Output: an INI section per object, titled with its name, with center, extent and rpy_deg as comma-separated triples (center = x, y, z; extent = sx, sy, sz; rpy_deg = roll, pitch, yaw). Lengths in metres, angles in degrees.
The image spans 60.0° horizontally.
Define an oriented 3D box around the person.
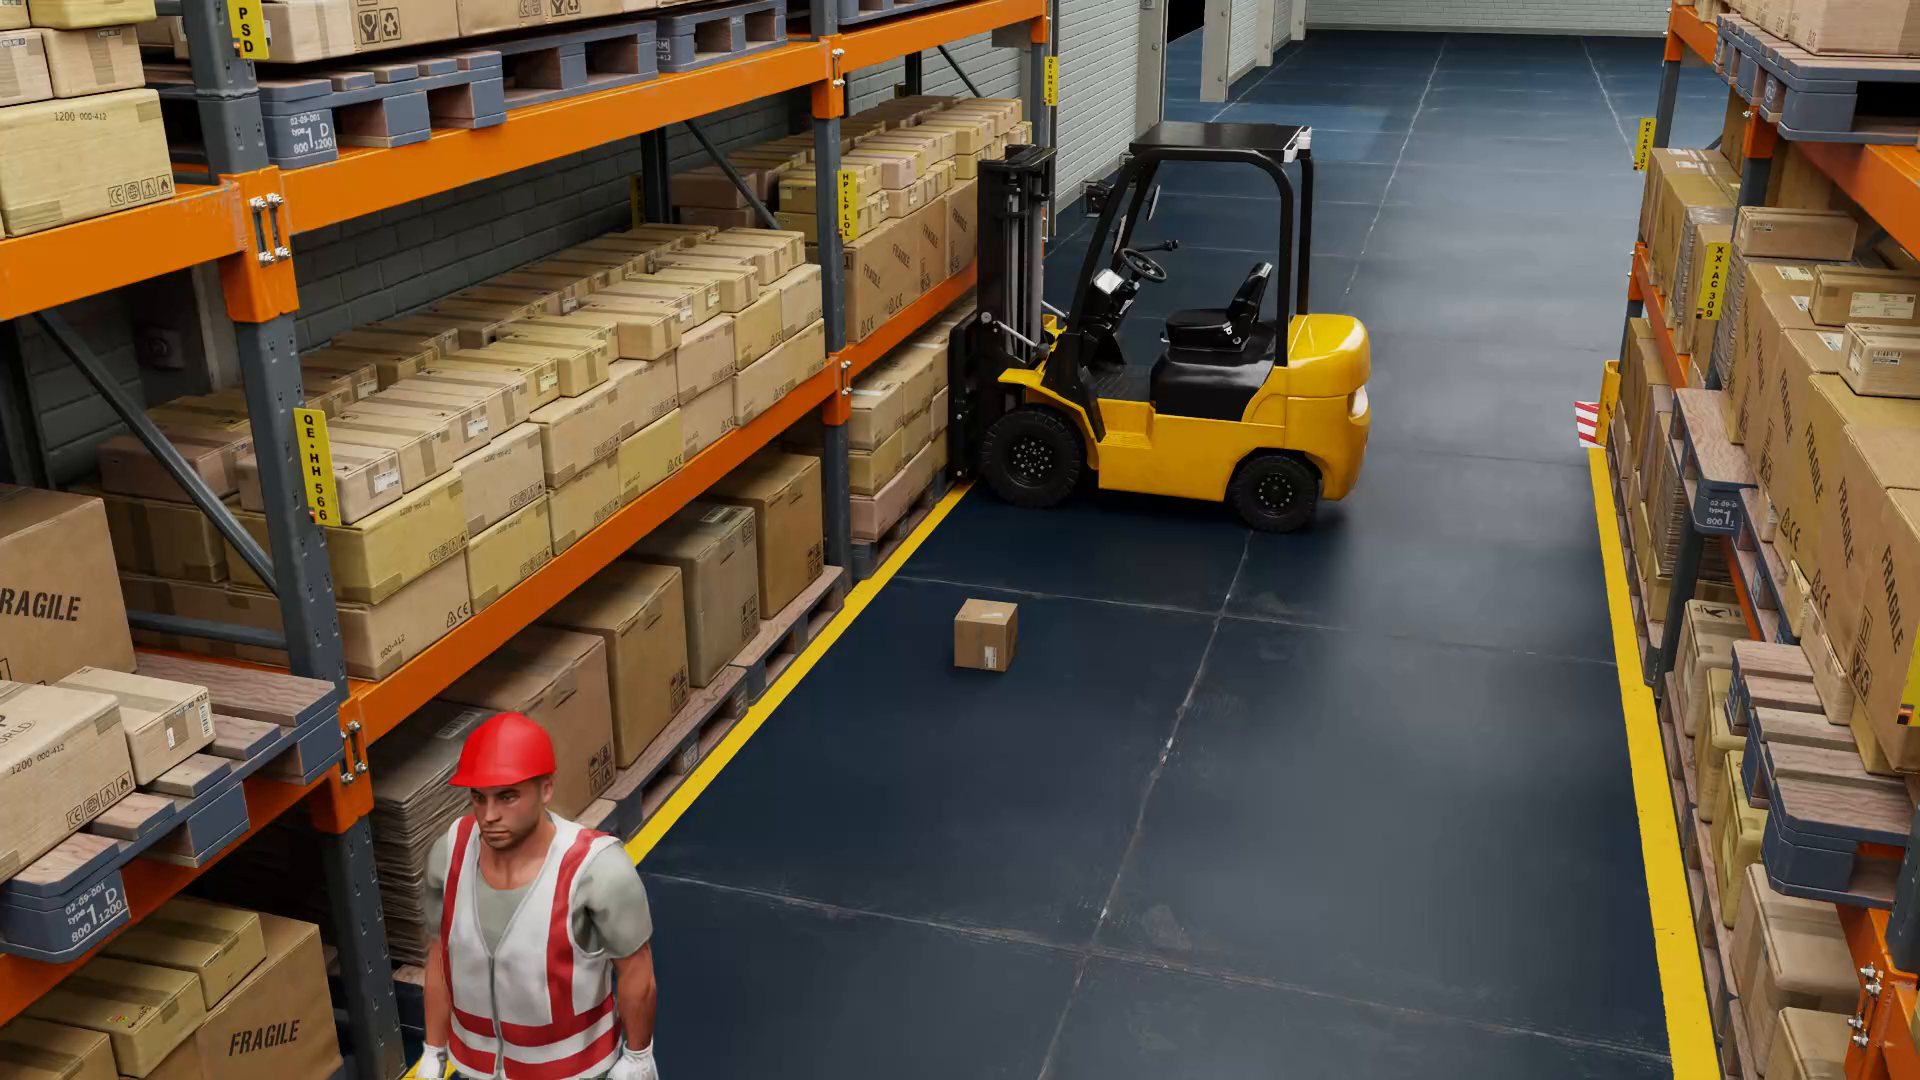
[person]
center = -1.008, 1.253, 3.861
extent = 0.547, 1.803, 0.452
rpy_deg = 6, 23, 16
